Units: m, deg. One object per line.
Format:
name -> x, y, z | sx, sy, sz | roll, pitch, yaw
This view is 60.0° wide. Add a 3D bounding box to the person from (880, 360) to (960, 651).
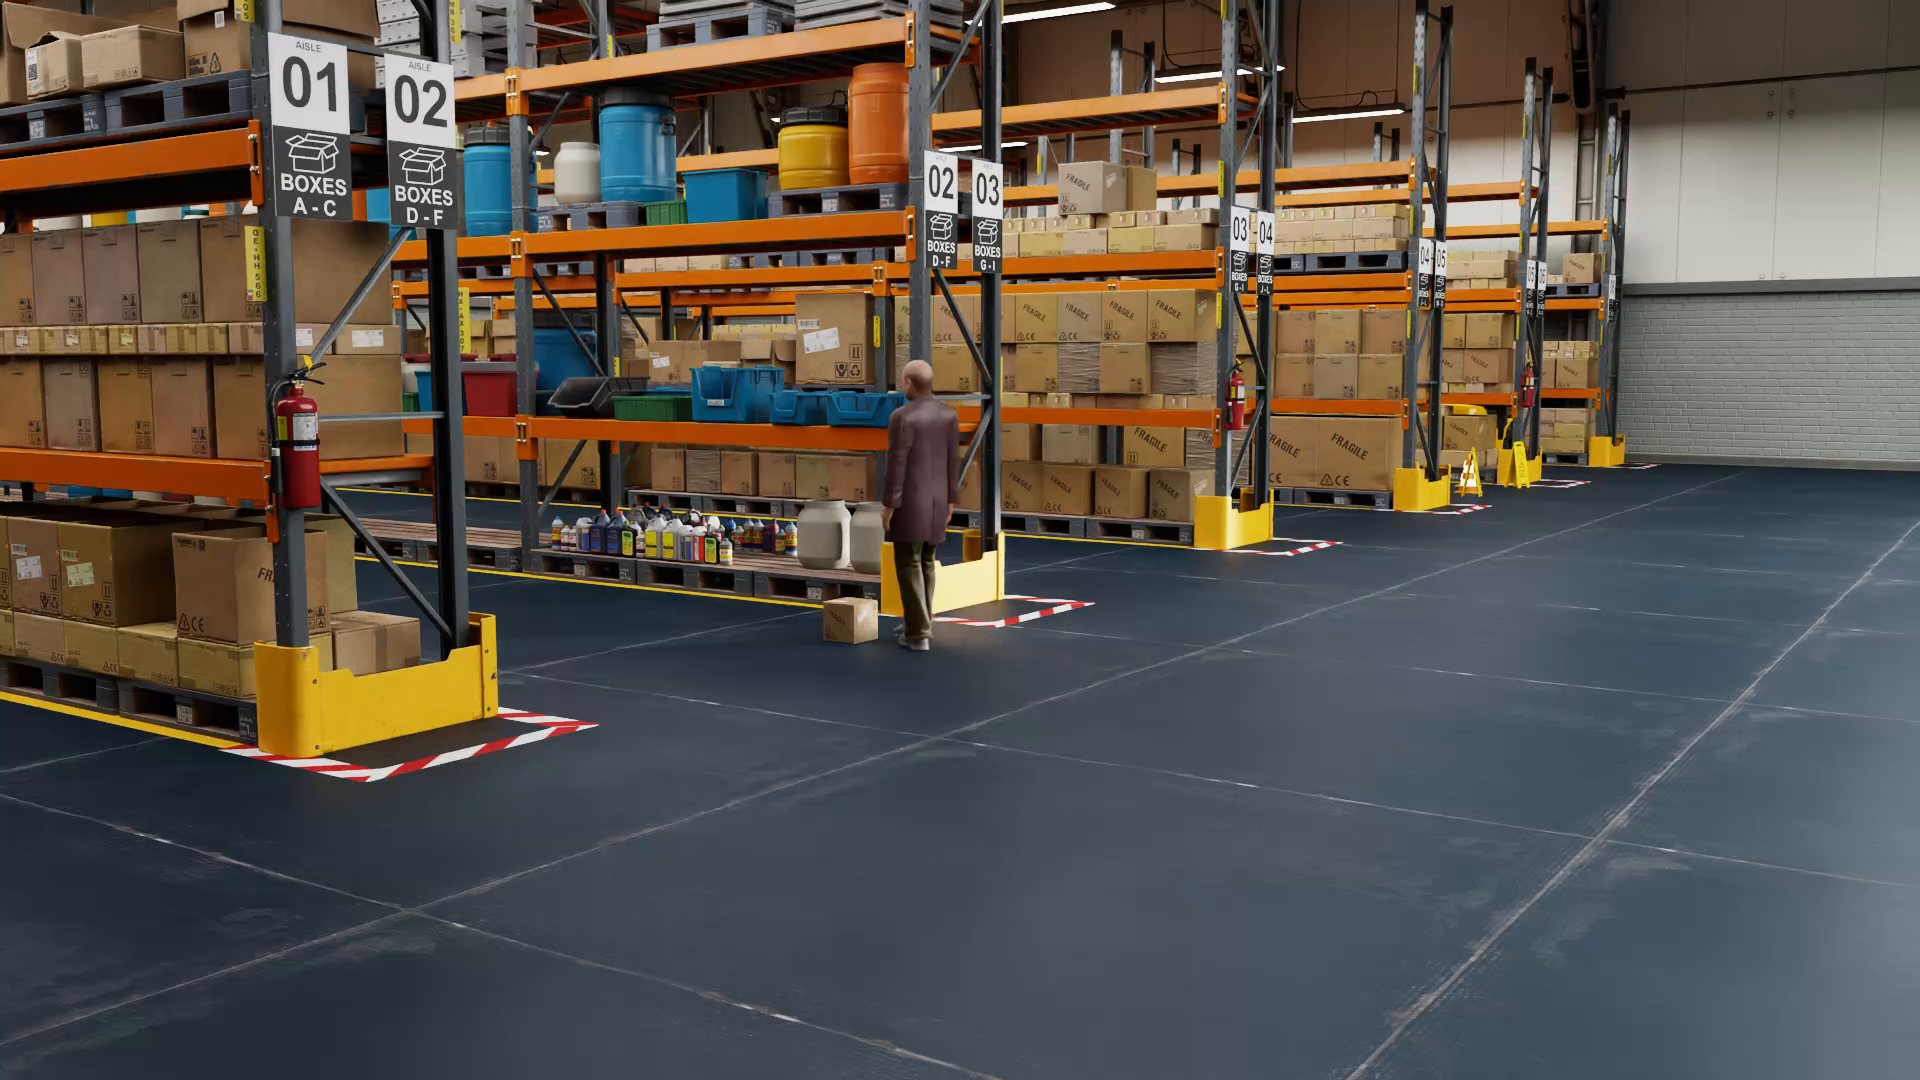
person -> -0.351, -0.228, 10.359 | 0.591, 1.780, 0.625 | -6, 9, -44
